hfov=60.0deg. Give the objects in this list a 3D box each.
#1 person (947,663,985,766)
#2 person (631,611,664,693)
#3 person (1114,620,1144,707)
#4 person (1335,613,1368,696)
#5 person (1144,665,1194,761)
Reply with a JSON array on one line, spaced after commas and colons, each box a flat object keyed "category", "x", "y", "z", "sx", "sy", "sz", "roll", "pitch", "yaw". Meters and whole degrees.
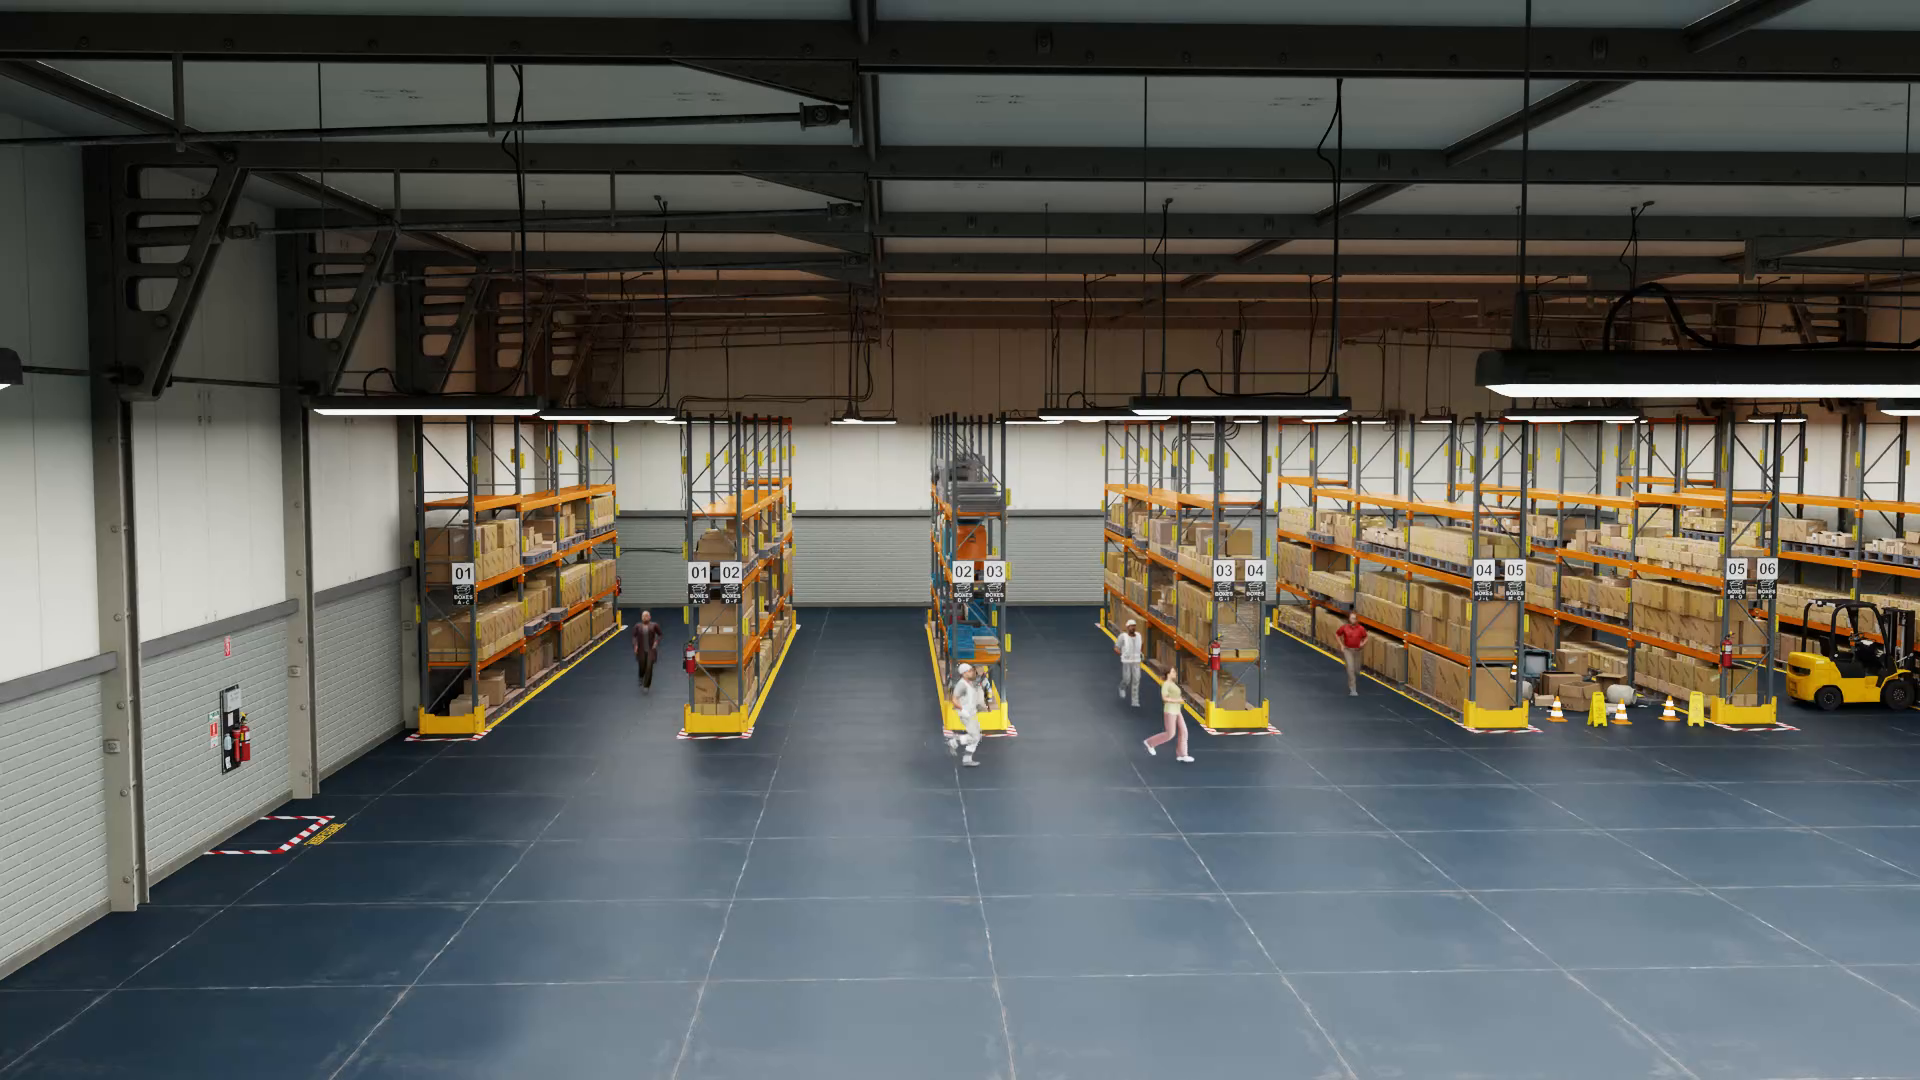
[{"category": "person", "x": 0.096, "y": 2.949, "z": 28.058, "sx": 0.603, "sy": 1.743, "sz": 0.656, "roll": 1, "pitch": 4, "yaw": 17}, {"category": "person", "x": -6.768, "y": 2.409, "z": 36.017, "sx": 0.705, "sy": 1.750, "sz": 0.687, "roll": 0, "pitch": 4, "yaw": -5}, {"category": "person", "x": 3.506, "y": 2.508, "z": 34.067, "sx": 0.696, "sy": 1.763, "sz": 0.925, "roll": -1, "pitch": 4, "yaw": -14}, {"category": "person", "x": 8.406, "y": 2.432, "z": 35.612, "sx": 0.672, "sy": 1.713, "sz": 0.911, "roll": 0, "pitch": 4, "yaw": -2}, {"category": "person", "x": 3.594, "y": 2.960, "z": 28.465, "sx": 0.867, "sy": 1.640, "sz": 0.589, "roll": 2, "pitch": 4, "yaw": 25}]
